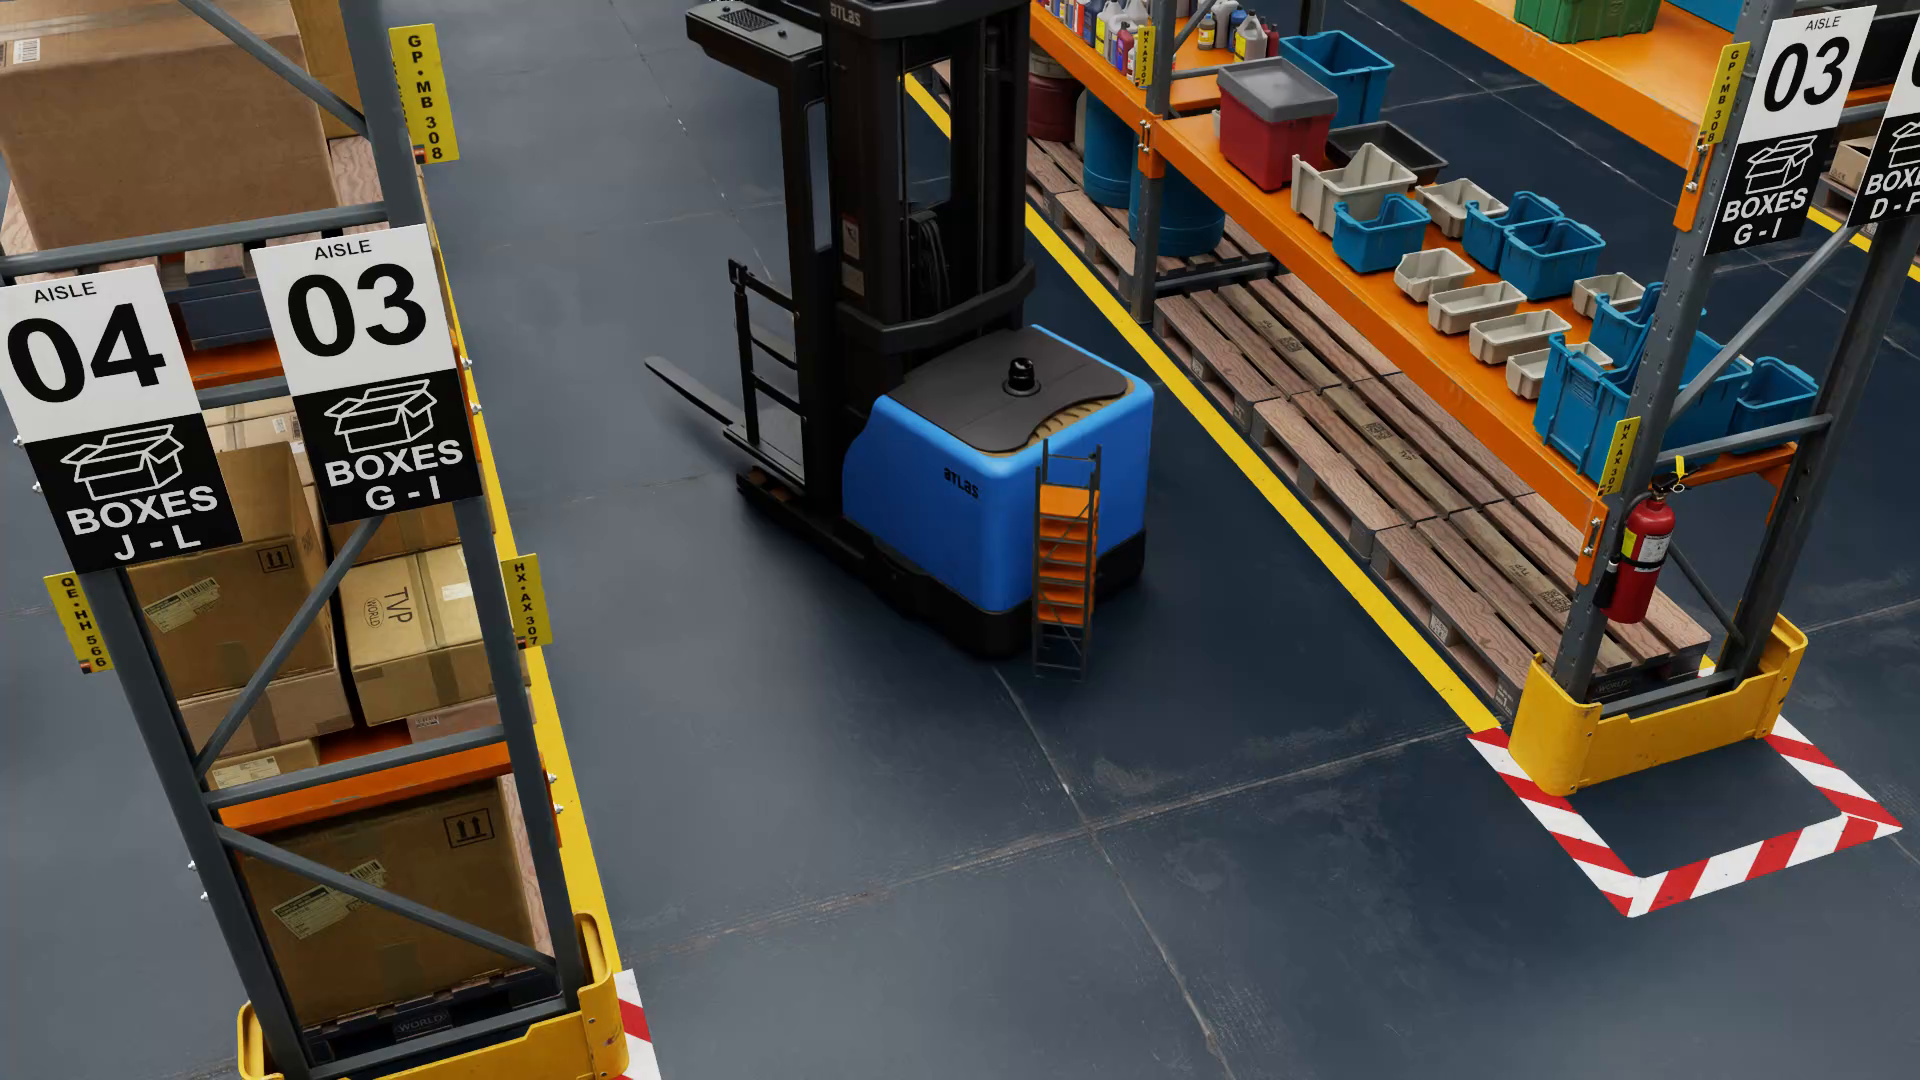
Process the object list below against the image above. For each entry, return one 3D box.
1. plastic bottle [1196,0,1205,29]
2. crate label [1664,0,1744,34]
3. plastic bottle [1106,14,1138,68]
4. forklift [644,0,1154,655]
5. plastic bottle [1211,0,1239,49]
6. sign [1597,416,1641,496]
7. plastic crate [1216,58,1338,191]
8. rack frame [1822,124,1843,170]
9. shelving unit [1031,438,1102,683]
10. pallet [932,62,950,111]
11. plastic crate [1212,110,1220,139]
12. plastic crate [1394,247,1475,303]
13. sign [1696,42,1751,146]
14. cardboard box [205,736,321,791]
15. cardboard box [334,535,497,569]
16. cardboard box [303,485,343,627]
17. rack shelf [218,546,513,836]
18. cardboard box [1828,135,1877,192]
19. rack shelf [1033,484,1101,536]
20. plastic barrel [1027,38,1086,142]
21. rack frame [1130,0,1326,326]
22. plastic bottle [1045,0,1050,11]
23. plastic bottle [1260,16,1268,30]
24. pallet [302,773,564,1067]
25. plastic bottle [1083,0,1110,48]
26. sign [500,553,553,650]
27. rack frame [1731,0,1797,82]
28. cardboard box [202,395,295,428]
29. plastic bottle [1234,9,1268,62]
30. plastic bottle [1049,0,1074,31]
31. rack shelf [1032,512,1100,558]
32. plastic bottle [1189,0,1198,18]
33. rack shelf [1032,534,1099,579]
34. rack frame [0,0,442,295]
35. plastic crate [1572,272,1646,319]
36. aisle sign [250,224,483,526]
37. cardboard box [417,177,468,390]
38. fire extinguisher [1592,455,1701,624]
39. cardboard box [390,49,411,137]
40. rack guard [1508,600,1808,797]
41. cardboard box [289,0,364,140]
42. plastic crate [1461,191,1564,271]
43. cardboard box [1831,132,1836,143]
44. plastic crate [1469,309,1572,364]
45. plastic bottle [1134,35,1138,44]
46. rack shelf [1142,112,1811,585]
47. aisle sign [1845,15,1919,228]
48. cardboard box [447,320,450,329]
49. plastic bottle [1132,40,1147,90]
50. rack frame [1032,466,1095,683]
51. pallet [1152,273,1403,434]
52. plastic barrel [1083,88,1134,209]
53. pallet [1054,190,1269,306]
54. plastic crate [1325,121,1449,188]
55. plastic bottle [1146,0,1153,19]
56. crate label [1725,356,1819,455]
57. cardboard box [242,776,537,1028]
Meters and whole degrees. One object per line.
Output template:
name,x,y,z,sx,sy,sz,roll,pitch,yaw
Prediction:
plastic bottle,1.510,-3.267,10.259,0.097,0.201,0.097,0,37,0
crate label,2.881,-2.085,6.156,0.408,0.251,0.502,-12,39,-16
plastic bottle,0.954,-2.930,9.750,0.152,0.276,0.135,-12,39,-16
forklift,-0.485,-1.456,7.747,1.130,2.935,3.031,-29,46,-33
plastic bottle,1.591,-3.115,9.996,0.152,0.276,0.135,-12,39,-16
sign,2.384,-0.300,6.020,0.100,0.325,0.005,-12,39,-16
plastic crate,1.590,-2.111,8.457,0.402,0.464,0.583,-12,39,-16
rack frame,6.171,-3.641,10.591,1.000,3.000,0.127,-12,39,-16
shelving unit,0.448,0.111,7.095,0.258,1.200,0.189,7,42,9
pallet,0.453,-3.327,12.491,1.003,0.211,1.213,-12,39,-16
plastic crate,1.545,-2.244,8.905,0.396,0.136,0.243,-12,39,-16
plastic crate,2.120,-1.182,7.496,0.298,0.136,0.250,-12,39,-16
sign,2.384,-1.392,5.198,0.100,0.325,0.005,-12,39,-16
cardboard box,-2.187,0.635,5.123,0.380,0.149,0.250,-12,39,-15
cardboard box,-1.852,-0.011,5.649,0.500,0.250,0.500,-13,39,-16
cardboard box,-2.345,0.103,5.498,0.500,0.250,0.500,-13,39,-17
rack shelf,-2.444,-0.253,6.529,0.919,0.124,3.809,-12,39,-16
cardboard box,6.112,-2.461,10.893,0.500,0.311,0.500,-12,39,-16
rack shelf,0.444,-0.126,6.887,0.258,0.103,0.180,7,42,9
plastic barrel,0.715,-3.171,11.622,0.600,0.588,0.708,-12,39,-16
rack frame,1.519,-2.618,9.232,1.000,3.000,0.127,-12,39,-16
plastic bottle,0.588,-3.452,10.505,0.097,0.201,0.097,0,37,0
plastic bottle,1.747,-2.942,9.760,0.061,0.283,0.133,-12,39,-16
pallet,-2.104,1.346,6.288,1.003,0.211,1.213,-12,39,-16
plastic bottle,0.831,-3.154,9.985,0.144,0.351,0.185,-12,39,-16
sign,-1.232,0.178,4.735,0.100,0.325,0.005,-12,39,-16
rack frame,2.895,-2.755,4.428,1.000,3.000,0.127,-12,39,-16
cardboard box,-2.704,-0.478,6.269,0.500,0.250,0.500,-12,39,-16
plastic bottle,1.688,-2.887,9.631,0.144,0.351,0.185,-12,39,-16
plastic bottle,0.694,-3.357,10.317,0.152,0.276,0.367,-12,39,-16
rack shelf,0.445,-0.036,6.966,0.258,0.103,0.180,7,42,9
plastic bottle,1.487,-3.368,10.326,0.061,0.283,0.133,-12,39,-16
rack shelf,0.447,0.055,7.045,0.258,0.103,0.180,7,42,9
rack frame,-1.755,-1.729,3.066,1.000,3.000,0.127,-12,39,-16
plastic crate,2.853,-1.066,7.341,0.250,0.136,0.298,-12,39,-16
aisle sign,-1.449,-0.393,4.117,0.394,0.787,0.004,-12,39,-16
cardboard box,-3.371,-1.269,8.858,1.225,0.875,0.875,-12,39,-16
fire extinguisher,2.520,0.001,6.130,0.296,0.674,0.183,-12,39,-16
cardboard box,-4.290,-2.777,10.860,1.225,0.875,0.875,-14,39,-18
rack guard,2.915,0.651,6.970,1.175,0.500,0.348,-12,39,-16
cardboard box,-2.065,-1.404,4.612,0.700,0.500,0.500,-14,39,-18
plastic crate,2.563,-1.436,7.753,0.416,0.233,0.300,-12,39,-16
cardboard box,5.732,-3.038,11.502,0.500,0.500,0.500,-13,39,-16
plastic crate,2.358,-0.867,7.077,0.396,0.136,0.243,-12,39,-16
plastic bottle,1.025,-2.842,9.695,0.097,0.201,0.097,0,37,0
rack shelf,2.207,-1.201,7.949,1.077,0.370,4.000,-12,39,-16
aisle sign,3.199,-1.417,5.478,0.394,0.787,0.004,-12,39,-16
cardboard box,-2.023,-0.592,5.797,0.500,0.500,0.500,-13,39,-17
plastic bottle,1.079,-2.724,9.476,0.152,0.276,0.135,-12,39,-16
rack frame,0.430,0.171,7.028,0.240,1.200,0.006,7,42,9
pallet,1.808,-1.097,9.531,1.003,0.211,1.213,-12,39,-16
plastic barrel,1.104,-2.658,10.681,0.600,0.901,0.708,-12,39,-16
pallet,1.292,-1.949,10.661,1.003,0.211,1.213,-12,39,-16
plastic crate,2.156,-1.955,8.532,0.437,0.125,0.590,-12,39,-16
plastic bottle,1.256,-3.400,10.374,0.152,0.276,0.135,-12,39,-16
crate label,3.119,-0.523,6.540,0.416,0.233,0.303,-12,39,-16
cardboard box,-2.051,1.003,5.842,0.875,0.875,0.875,-12,39,-16
